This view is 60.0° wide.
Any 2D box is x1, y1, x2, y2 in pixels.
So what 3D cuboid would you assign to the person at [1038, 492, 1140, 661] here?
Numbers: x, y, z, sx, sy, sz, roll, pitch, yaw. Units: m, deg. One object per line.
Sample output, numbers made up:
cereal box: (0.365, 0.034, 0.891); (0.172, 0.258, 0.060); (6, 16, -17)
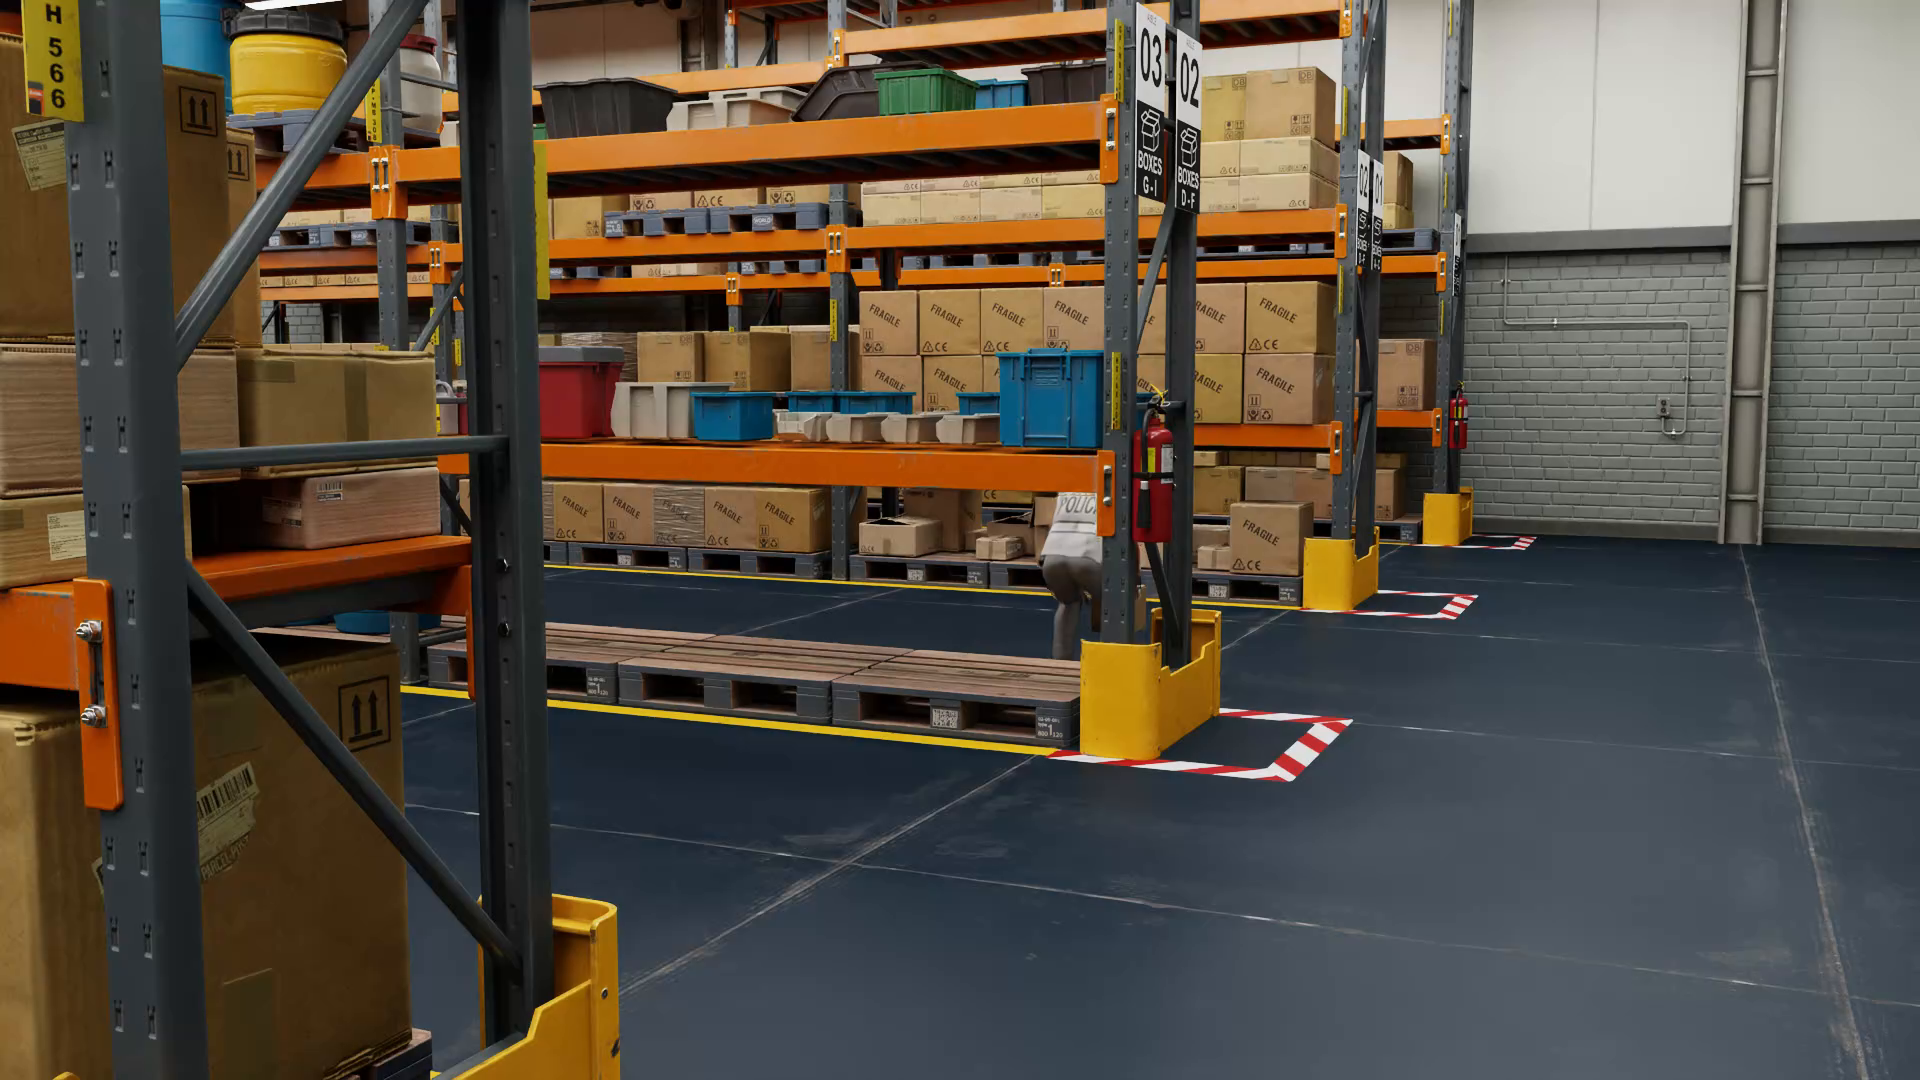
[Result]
person: (0.711, 0.139, 9.170); (0.502, 1.222, 0.788); (3, 7, 30)
